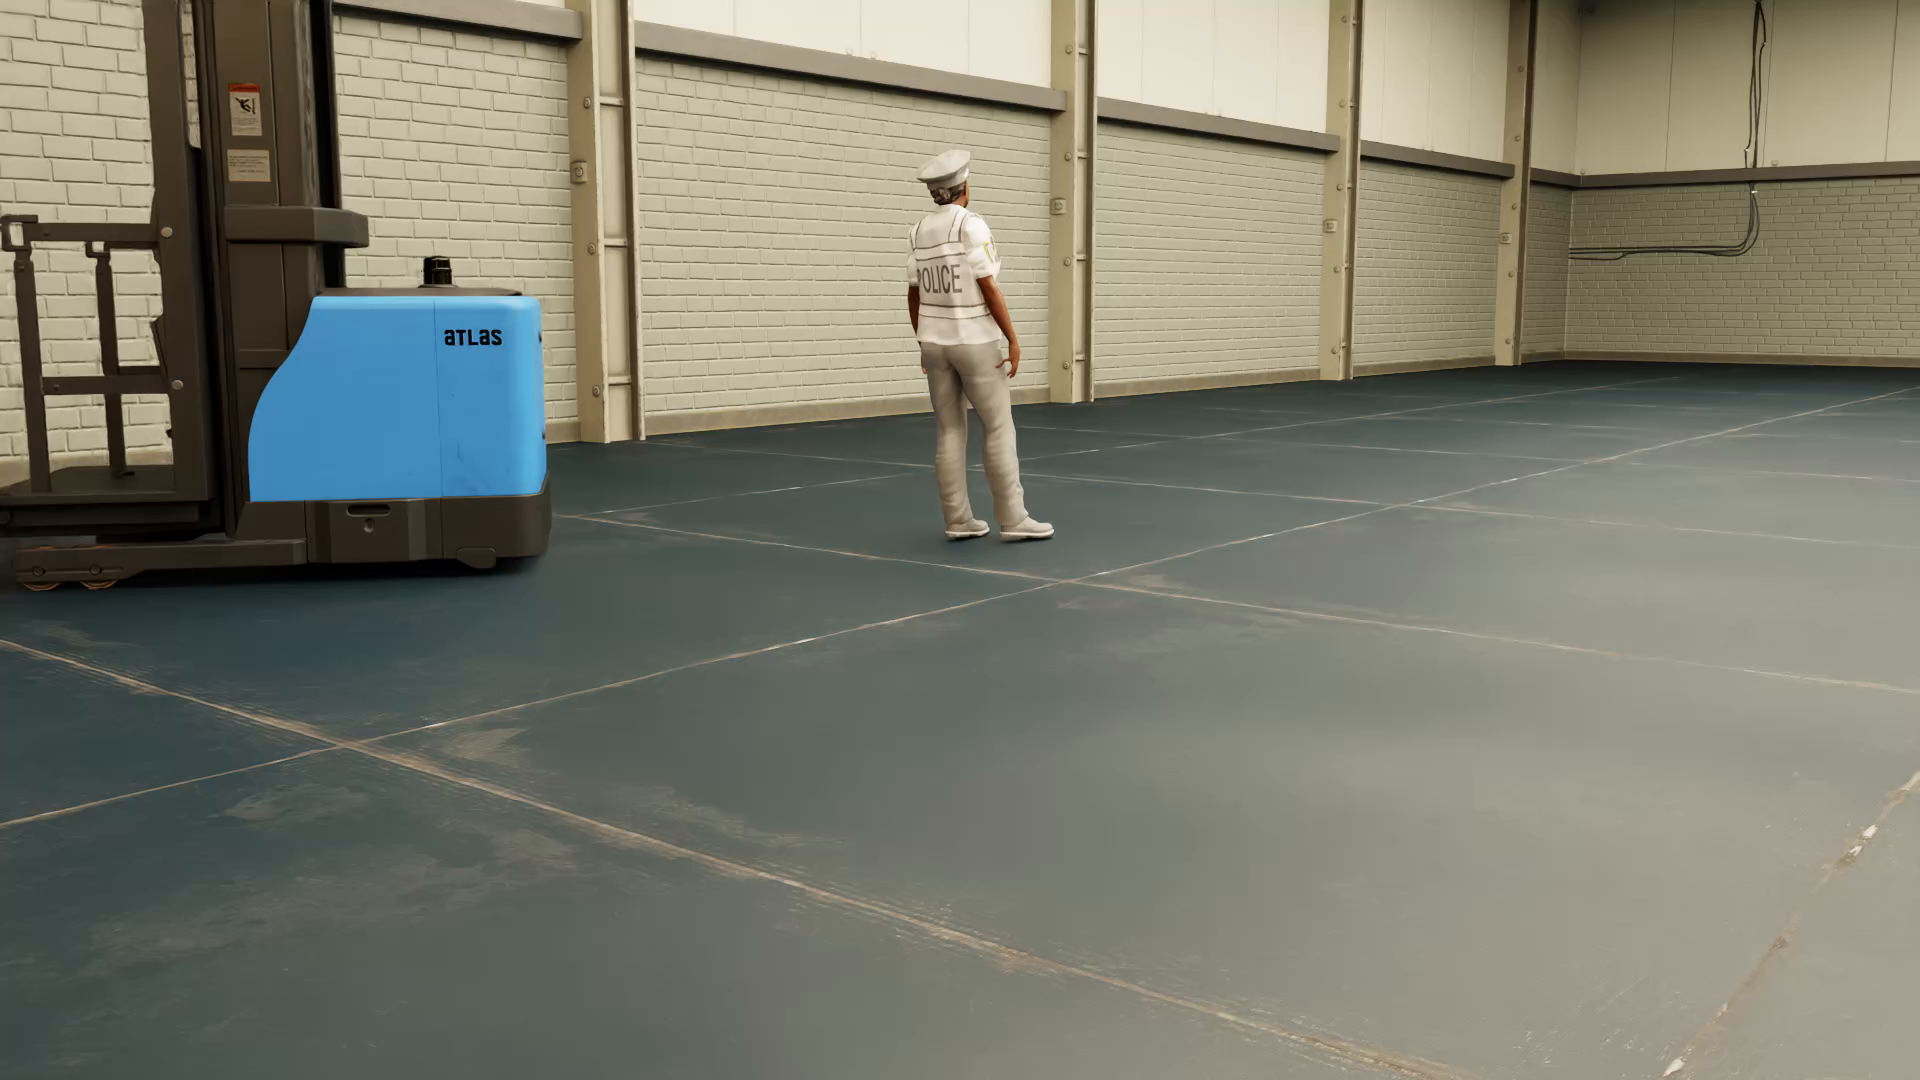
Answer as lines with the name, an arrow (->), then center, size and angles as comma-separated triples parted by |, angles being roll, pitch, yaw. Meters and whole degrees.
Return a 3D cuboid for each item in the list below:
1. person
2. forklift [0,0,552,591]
person -> 0.062, -0.853, 7.327 | 0.570, 1.697, 0.528 | 7, 11, 38
forklift -> -3.211, -1.345, 6.472 | 3.031, 2.935, 1.130 | -2, 9, -12
